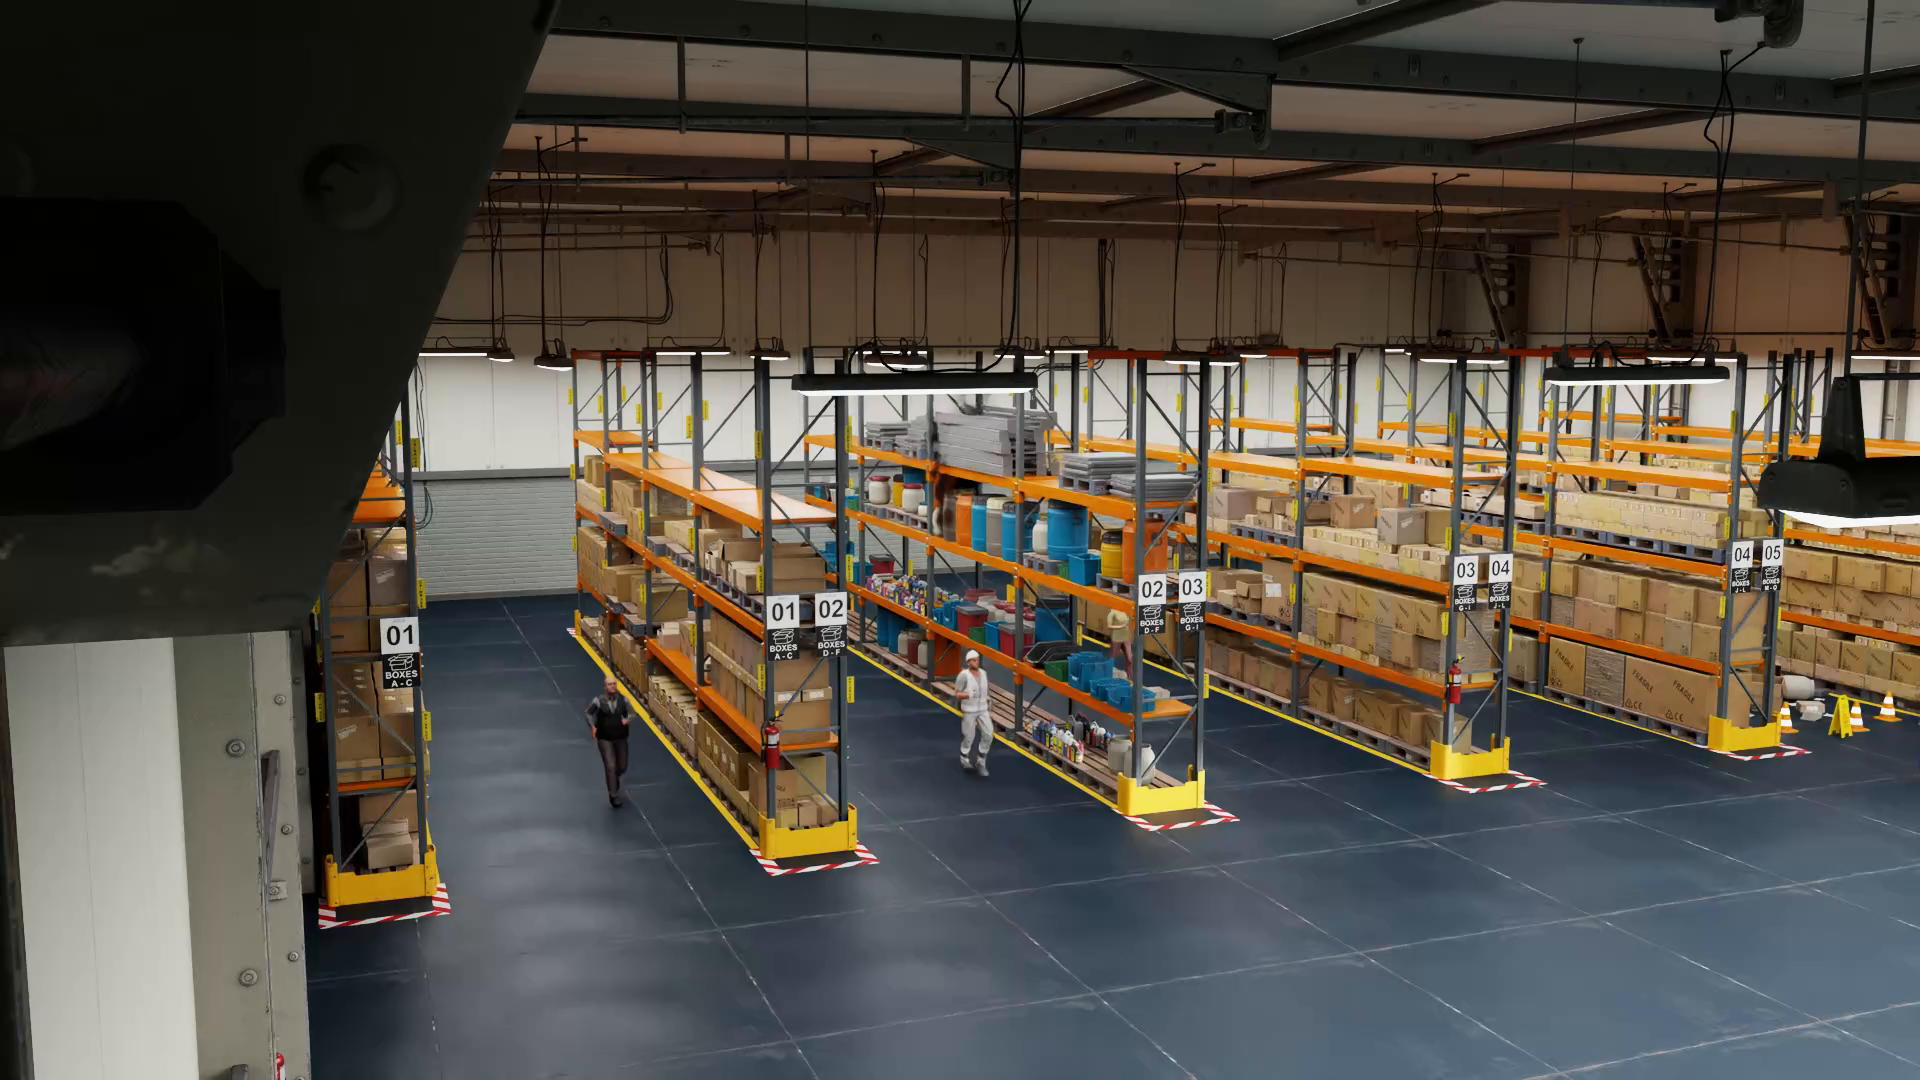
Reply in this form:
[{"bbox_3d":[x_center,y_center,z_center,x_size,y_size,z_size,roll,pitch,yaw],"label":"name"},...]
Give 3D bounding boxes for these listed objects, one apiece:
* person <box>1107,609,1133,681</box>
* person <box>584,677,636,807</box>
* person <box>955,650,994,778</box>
[{"bbox_3d":[2.831,1.819,29.566,0.554,1.711,0.844,-3,8,-25],"label":"person"},{"bbox_3d":[-4.705,2.691,22.486,0.667,1.699,0.915,-3,8,-25],"label":"person"},{"bbox_3d":[0.224,2.492,23.819,0.630,1.832,0.708,-3,8,-26],"label":"person"}]
